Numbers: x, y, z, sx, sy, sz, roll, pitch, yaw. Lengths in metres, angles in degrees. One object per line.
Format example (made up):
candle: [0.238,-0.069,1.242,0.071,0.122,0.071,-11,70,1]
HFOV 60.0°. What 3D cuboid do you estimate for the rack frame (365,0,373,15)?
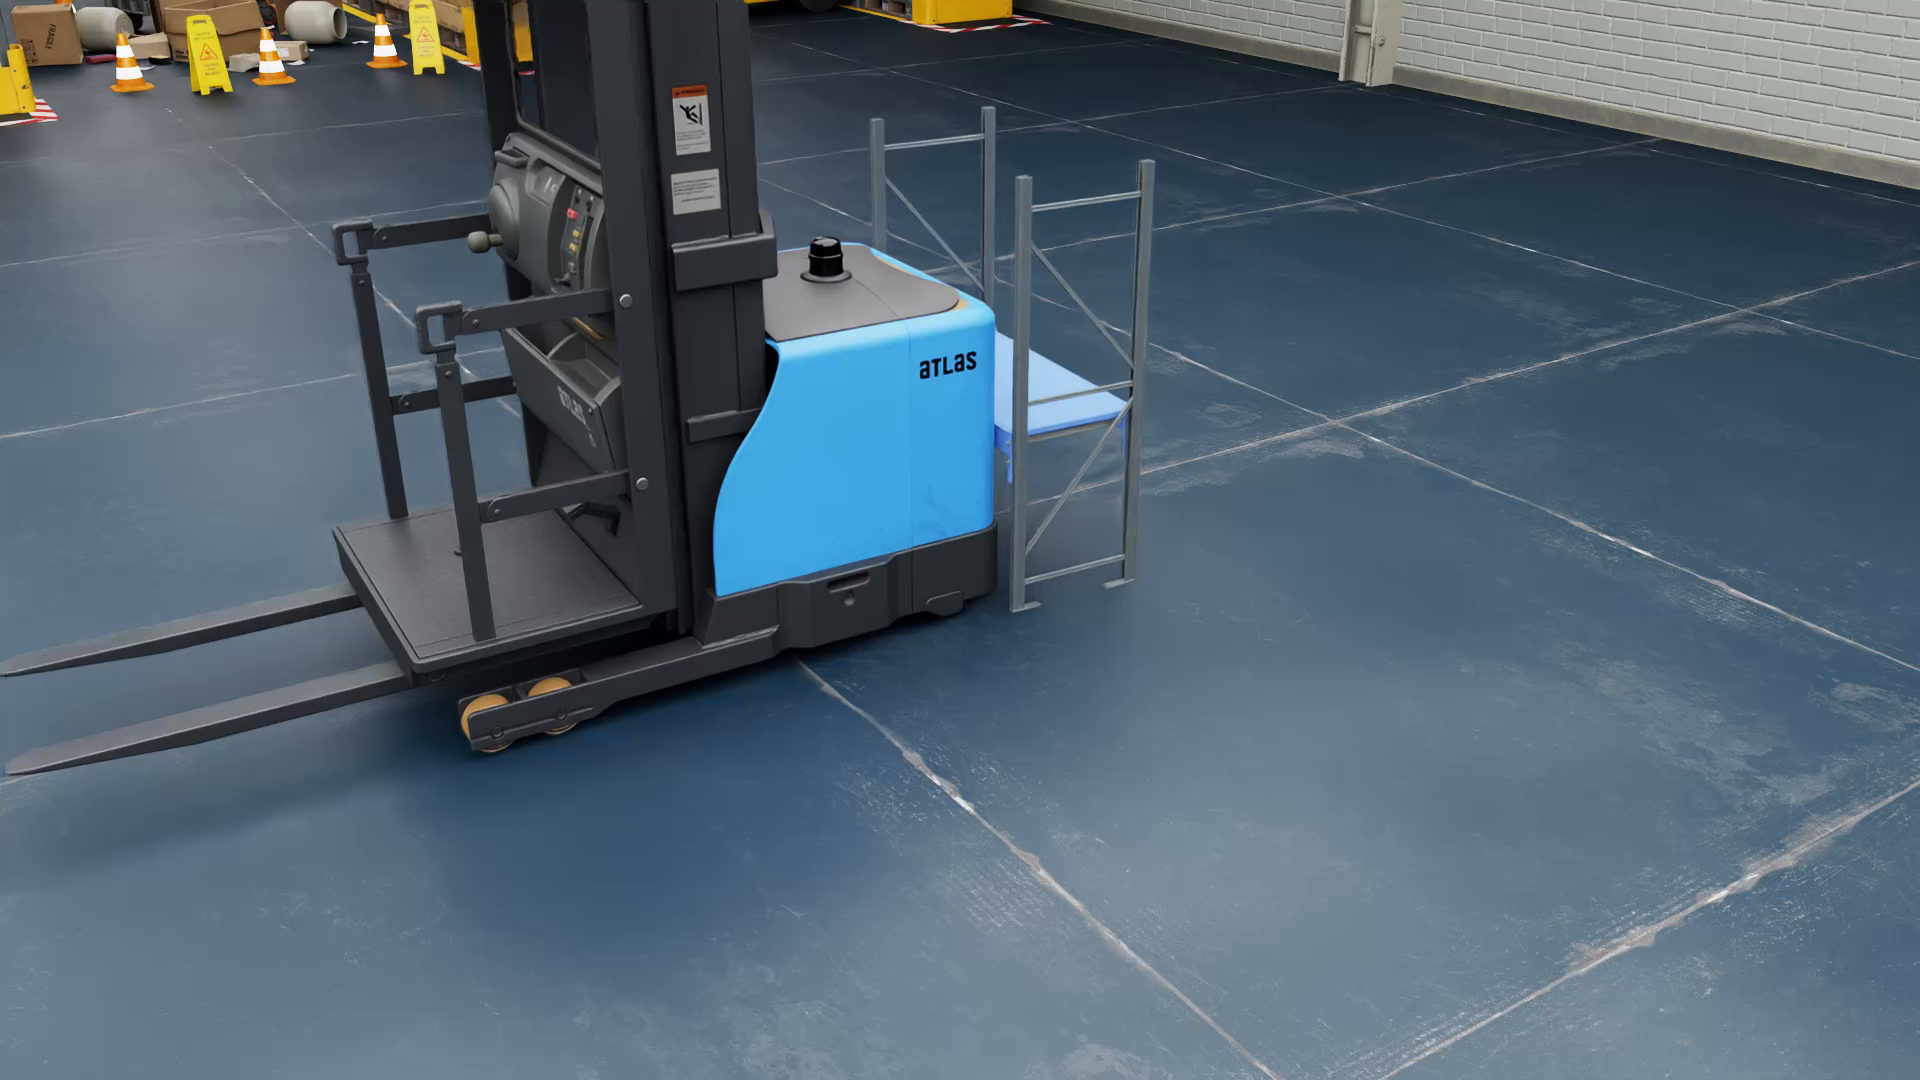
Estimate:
rack frame: [-6.322,-7.458,18.536,1.000,3.000,0.127,-16,29,-30]

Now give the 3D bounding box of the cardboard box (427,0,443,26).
cardboard box: [-5.081,-5.388,16.878,0.500,0.250,0.500,-15,29,-29]

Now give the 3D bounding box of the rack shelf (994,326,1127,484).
rack shelf: [0.150,-0.509,5.993,0.538,0.185,1.000,-13,28,-26]

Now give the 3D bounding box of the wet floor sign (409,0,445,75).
wet floor sign: [-4.931,-4.646,15.335,0.267,0.644,0.232,-6,26,-12]

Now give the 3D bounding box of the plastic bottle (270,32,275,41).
plastic bottle: [-7.189,-5.231,17.259,0.133,0.061,0.283,-10,27,-21]

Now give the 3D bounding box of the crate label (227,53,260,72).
crate label: [-6.679,-4.473,15.564,0.298,0.136,0.250,12,28,24]

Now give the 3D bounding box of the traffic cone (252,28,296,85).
traffic cone: [-6.198,-4.353,14.930,0.336,0.463,0.334,-16,29,-30]

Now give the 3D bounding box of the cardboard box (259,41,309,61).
cardboard box: [-6.546,-4.736,16.109,0.380,0.149,0.250,-1,25,-3]

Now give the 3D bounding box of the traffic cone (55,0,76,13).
traffic cone: [-9.881,-5.953,18.318,0.336,0.463,0.334,-16,29,-30]

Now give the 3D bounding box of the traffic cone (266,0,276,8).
traffic cone: [-8.172,-6.429,19.325,0.336,0.463,0.334,-16,29,-30]

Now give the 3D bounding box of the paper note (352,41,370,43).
paper note: [-6.132,-5.104,17.026,0.148,0.019,0.142,18,31,33]

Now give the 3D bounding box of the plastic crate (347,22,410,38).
plastic crate: [-6.152,-5.386,17.564,0.583,0.080,0.402,18,31,33]

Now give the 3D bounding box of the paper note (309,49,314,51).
paper note: [-6.474,-4.892,16.602,0.032,0.001,0.123,-16,29,-30]

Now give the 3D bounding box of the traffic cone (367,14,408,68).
traffic cone: [-5.454,-4.734,15.735,0.336,0.463,0.334,-16,29,-30]

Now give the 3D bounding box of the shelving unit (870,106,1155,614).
shelving unit: [0.150,-0.672,5.916,0.538,1.500,1.048,-13,28,-26]

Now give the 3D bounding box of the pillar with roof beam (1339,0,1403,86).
pillar with roof beam: [0.062,-7.208,10.979,9.100,9.000,0.400,-16,29,-30]

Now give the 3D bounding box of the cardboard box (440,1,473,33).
cardboard box: [-4.818,-5.209,16.500,0.500,0.250,0.500,-16,29,-30]

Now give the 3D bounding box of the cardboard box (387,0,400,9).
cardboard box: [-5.925,-5.943,18.054,0.500,0.250,0.500,-14,29,-27]

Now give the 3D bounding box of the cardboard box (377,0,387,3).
cardboard box: [-6.226,-6.131,18.453,0.500,0.250,0.500,-17,30,-32]

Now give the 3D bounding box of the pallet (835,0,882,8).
pallet: [-1.096,-6.625,20.035,1.003,0.211,1.213,-16,29,-30]

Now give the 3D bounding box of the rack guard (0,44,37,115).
rack guard: [-8.217,-3.699,13.500,1.175,0.500,0.348,-16,29,-30]

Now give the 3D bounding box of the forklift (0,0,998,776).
forklift: [-1.401,-0.955,4.840,3.031,2.935,1.130,-14,29,-28]

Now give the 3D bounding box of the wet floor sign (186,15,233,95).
wet floor sign: [-6.556,-4.224,14.443,0.267,0.644,0.232,-22,33,-38]

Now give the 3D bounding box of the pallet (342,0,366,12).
pallet: [-6.748,-6.476,19.720,1.003,0.211,1.213,-16,29,-30]

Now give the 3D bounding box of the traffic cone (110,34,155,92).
traffic cone: [-7.331,-4.212,14.630,0.336,0.463,0.334,-16,29,-30]

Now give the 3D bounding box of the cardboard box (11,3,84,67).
cardboard box: [-8.707,-4.823,15.879,0.500,0.500,0.500,-10,27,-21]

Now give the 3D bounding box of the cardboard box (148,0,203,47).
cardboard box: [-7.736,-5.331,16.794,0.797,0.637,0.503,-16,29,-30]

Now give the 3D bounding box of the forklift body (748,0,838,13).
forklift body: [-2.545,-7.055,18.675,2.313,2.155,1.214,-16,29,-30]

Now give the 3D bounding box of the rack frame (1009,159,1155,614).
rack frame: [0.396,-0.482,5.514,0.500,1.500,0.032,-13,28,-26]

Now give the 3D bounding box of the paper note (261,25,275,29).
paper note: [-7.462,-5.529,17.926,0.148,0.019,0.142,-16,29,-30]

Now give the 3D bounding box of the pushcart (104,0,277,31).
pushcart: [-8.205,-5.723,17.932,0.936,0.377,1.648,18,31,33]

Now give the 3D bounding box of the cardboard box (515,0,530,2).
cardboard box: [-4.360,-5.675,16.608,0.500,0.500,0.500,-17,30,-31]

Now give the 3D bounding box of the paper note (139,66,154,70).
paper note: [-7.641,-4.436,15.613,0.144,0.017,0.142,-6,26,-12]

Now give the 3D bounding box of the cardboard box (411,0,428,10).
cardboard box: [-5.371,-5.574,17.272,0.500,0.250,0.500,-17,30,-31]

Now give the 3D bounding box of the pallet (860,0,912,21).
pallet: [-0.434,-6.189,19.112,1.003,0.211,1.213,-16,29,-30]

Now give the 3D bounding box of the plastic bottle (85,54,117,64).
plastic bottle: [-8.239,-4.628,15.981,0.133,0.061,0.283,18,31,33]

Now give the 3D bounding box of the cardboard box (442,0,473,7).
cardboard box: [-4.794,-5.539,16.320,0.500,0.500,0.500,-15,29,-29]

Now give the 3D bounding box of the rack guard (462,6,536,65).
rack guard: [-4.180,-4.925,16.096,1.175,0.500,0.348,-16,29,-30]

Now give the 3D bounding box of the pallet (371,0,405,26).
pallet: [-5.926,-5.965,18.639,1.003,0.211,1.213,-16,29,-30]

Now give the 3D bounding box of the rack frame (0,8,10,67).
rack frame: [-8.230,-4.838,12.985,1.000,3.000,0.127,-16,29,-30]

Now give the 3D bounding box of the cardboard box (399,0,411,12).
cardboard box: [-5.633,-5.754,17.653,0.500,0.250,0.500,-16,30,-30]

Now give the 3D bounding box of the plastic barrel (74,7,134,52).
plastic barrel: [-8.509,-5.055,16.463,0.512,0.421,0.421,3,25,6]

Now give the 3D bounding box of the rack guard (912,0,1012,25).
rack guard: [0.032,-6.047,18.473,1.175,0.500,0.348,-16,29,-30]

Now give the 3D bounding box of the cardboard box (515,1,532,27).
cardboard box: [-4.347,-5.327,16.750,0.500,0.250,0.500,-16,30,-30]

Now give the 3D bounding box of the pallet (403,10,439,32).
pallet: [-5.255,-5.529,17.714,1.003,0.211,1.213,-16,29,-30]

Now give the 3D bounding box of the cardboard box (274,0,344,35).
cardboard box: [-6.877,-5.629,17.585,0.500,0.500,0.500,3,25,6]

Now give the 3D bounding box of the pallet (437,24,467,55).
pallet: [-4.594,-5.093,16.791,1.003,0.211,1.213,-16,29,-30]

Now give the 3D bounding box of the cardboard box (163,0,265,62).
cardboard box: [-7.218,-4.937,16.119,0.637,0.503,0.797,7,26,15]

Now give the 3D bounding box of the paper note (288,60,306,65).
paper note: [-6.322,-4.559,15.872,0.142,0.019,0.148,18,31,33]

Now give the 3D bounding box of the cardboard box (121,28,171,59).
cardboard box: [-7.933,-4.847,16.206,0.396,0.266,0.258,-10,27,-21]

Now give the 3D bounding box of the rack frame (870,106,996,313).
rack frame: [-0.095,-0.862,6.319,0.500,1.500,0.032,-13,28,-26]

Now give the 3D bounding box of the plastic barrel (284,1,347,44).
plastic barrel: [-6.534,-5.249,16.872,0.512,0.421,0.421,3,25,6]

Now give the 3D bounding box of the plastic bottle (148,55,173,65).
plastic bottle: [-7.672,-4.599,15.921,0.283,0.061,0.133,18,31,33]
